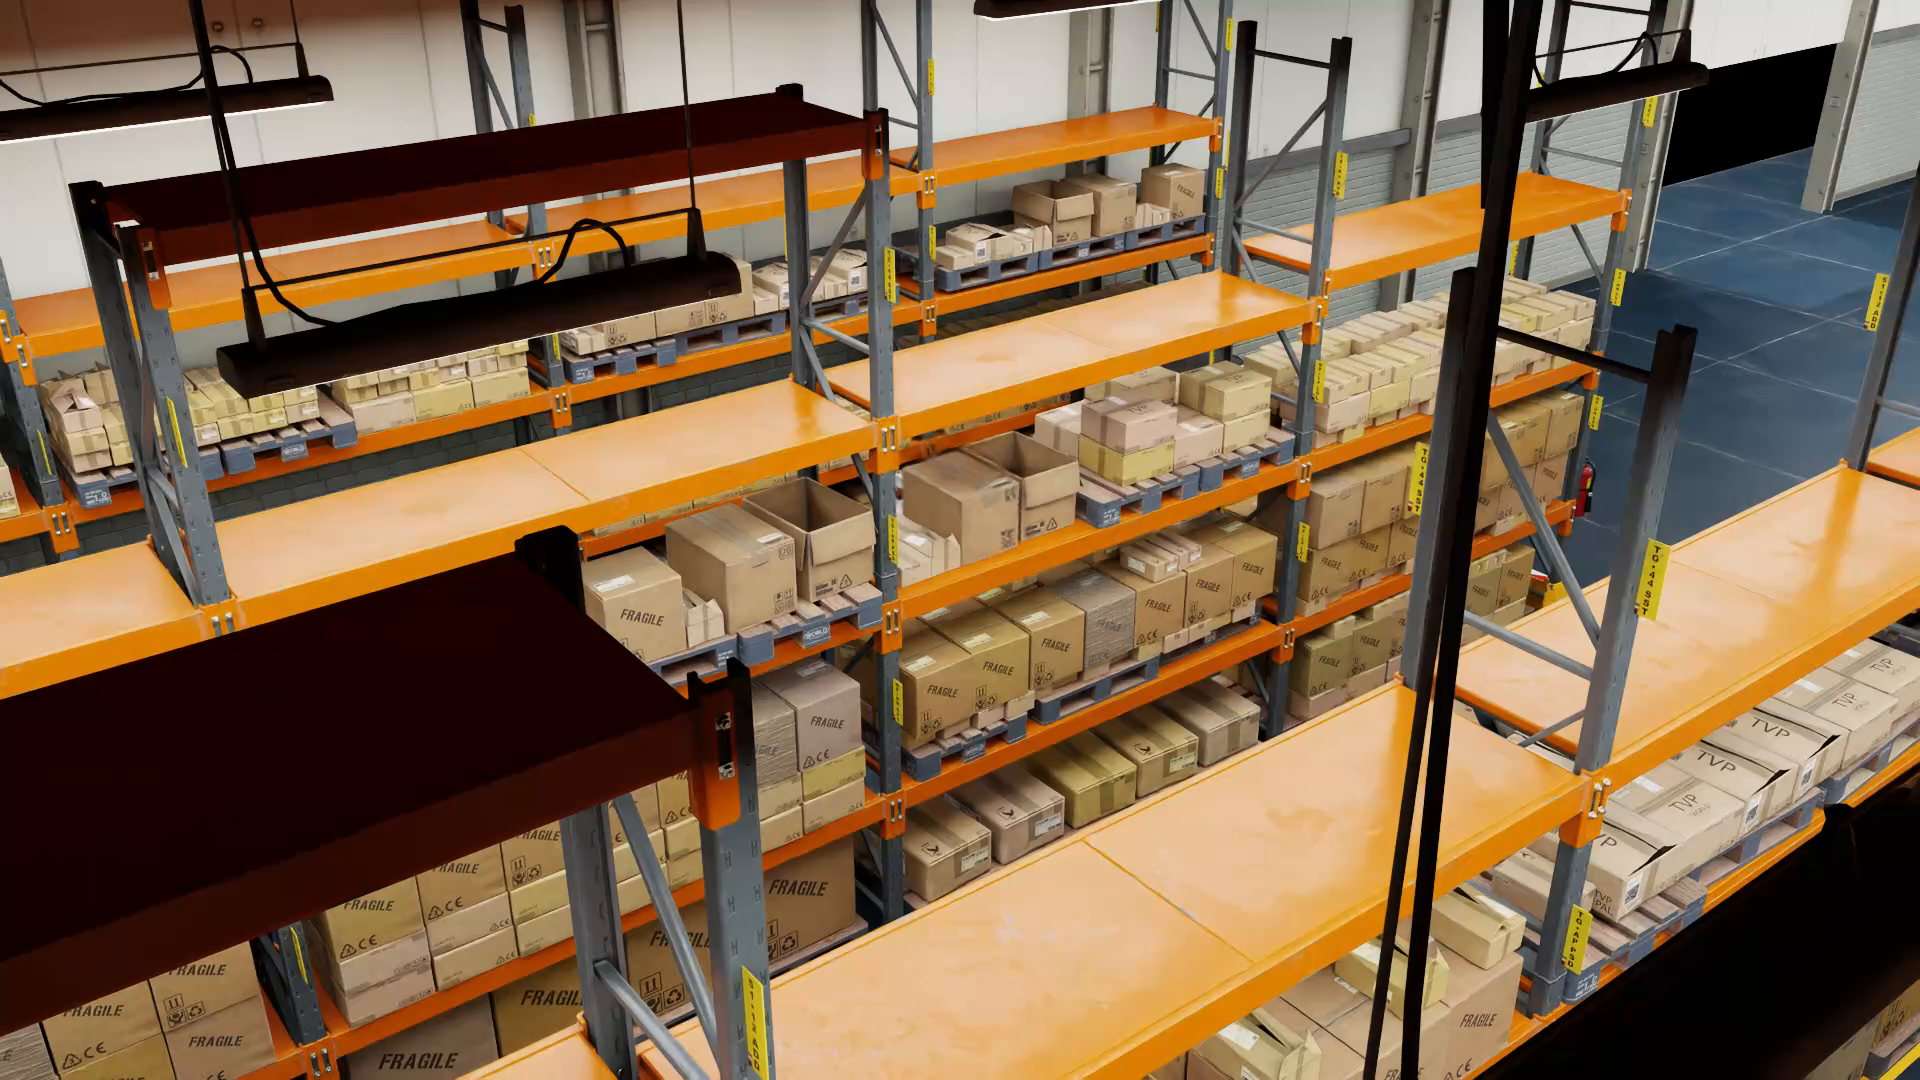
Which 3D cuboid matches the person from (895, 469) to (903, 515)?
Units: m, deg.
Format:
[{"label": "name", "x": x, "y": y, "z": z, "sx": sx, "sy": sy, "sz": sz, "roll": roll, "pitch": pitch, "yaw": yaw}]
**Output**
[{"label": "person", "x": -0.493, "y": 0.053, "z": 15.673, "sx": 0.508, "sy": 1.600, "sz": 0.663, "roll": 22, "pitch": 33, "yaw": 37}]
